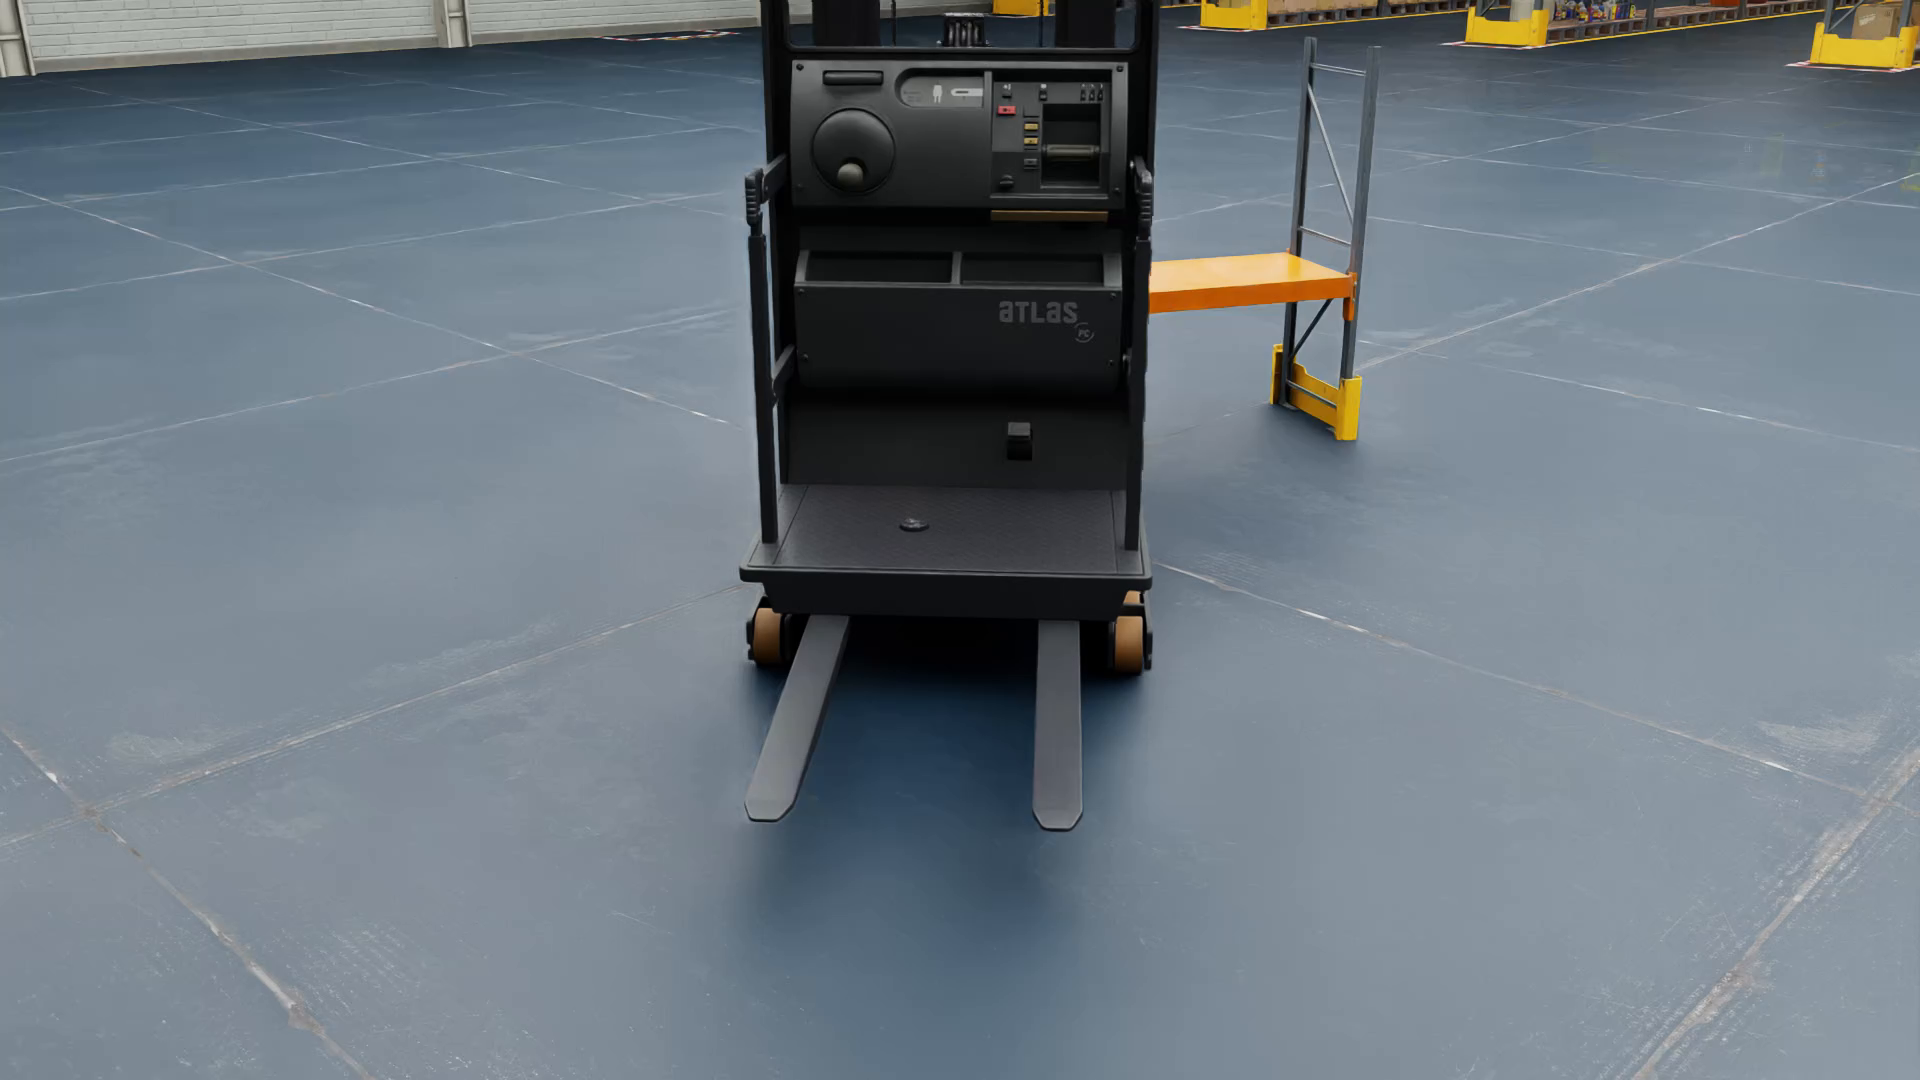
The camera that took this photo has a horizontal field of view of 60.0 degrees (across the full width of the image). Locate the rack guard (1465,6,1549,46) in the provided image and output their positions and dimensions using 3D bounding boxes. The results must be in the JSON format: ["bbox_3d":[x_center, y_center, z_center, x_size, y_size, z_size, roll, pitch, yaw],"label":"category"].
[{"bbox_3d":[8.206,-7.718,24.957,1.175,0.500,0.348,19,28,41],"label":"rack guard"}]

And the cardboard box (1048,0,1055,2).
[{"bbox_3d":[1.636,-10.438,31.685,0.500,0.311,0.500,15,26,35],"label":"cardboard box"}]

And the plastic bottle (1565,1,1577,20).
[{"bbox_3d":[9.812,-8.523,26.752,0.152,0.276,0.135,19,28,41],"label":"plastic bottle"}]

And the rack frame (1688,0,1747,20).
[{"bbox_3d":[13.768,-10.909,29.777,1.000,3.000,0.127,19,28,41],"label":"rack frame"}]

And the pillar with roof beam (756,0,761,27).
[{"bbox_3d":[-0.144,-11.909,24.017,9.100,9.000,0.400,19,28,41],"label":"pillar with roof beam"}]

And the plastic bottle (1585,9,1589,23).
[{"bbox_3d":[9.747,-8.167,25.929,0.097,0.201,0.097,0,21,0],"label":"plastic bottle"}]

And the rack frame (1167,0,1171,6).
[{"bbox_3d":[3.879,-12.361,33.553,1.000,3.000,0.127,19,28,41],"label":"rack frame"}]

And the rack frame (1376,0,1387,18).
[{"bbox_3d":[7.431,-11.122,30.330,1.000,3.000,0.127,19,28,41],"label":"rack frame"}]

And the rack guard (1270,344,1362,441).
[{"bbox_3d":[1.451,-0.612,6.819,0.087,0.250,0.587,-7,22,-18],"label":"rack guard"}]

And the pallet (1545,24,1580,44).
[{"bbox_3d":[8.777,-7.790,25.548,1.003,0.211,1.213,19,28,41],"label":"pallet"}]

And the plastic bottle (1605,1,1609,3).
[{"bbox_3d":[10.477,-8.559,26.844,0.152,0.276,0.135,19,28,41],"label":"plastic bottle"}]

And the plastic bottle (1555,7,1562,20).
[{"bbox_3d":[9.549,-8.401,26.538,0.097,0.201,0.097,0,21,0],"label":"plastic bottle"}]

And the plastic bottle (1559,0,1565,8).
[{"bbox_3d":[9.689,-8.589,26.818,0.144,0.351,0.185,19,28,40],"label":"plastic bottle"}]

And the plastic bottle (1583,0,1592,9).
[{"bbox_3d":[10.220,-8.710,27.135,0.144,0.351,0.185,19,28,41],"label":"plastic bottle"}]

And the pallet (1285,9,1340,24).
[{"bbox_3d":[5.995,-9.311,29.506,1.003,0.211,1.213,19,28,41],"label":"pallet"}]

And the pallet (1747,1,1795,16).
[{"bbox_3d":[15.139,-10.133,31.644,1.003,0.211,1.213,19,28,41],"label":"pallet"}]

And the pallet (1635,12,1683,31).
[{"bbox_3d":[11.497,-8.791,28.153,1.003,0.211,1.213,19,28,41],"label":"pallet"}]

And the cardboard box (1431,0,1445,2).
[{"bbox_3d":[8.962,-10.472,31.885,0.500,0.250,0.500,-20,28,-41],"label":"cardboard box"}]

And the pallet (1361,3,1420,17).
[{"bbox_3d":[7.917,-10.019,31.348,1.003,0.211,1.213,19,28,41],"label":"pallet"}]

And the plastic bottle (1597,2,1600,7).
[{"bbox_3d":[10.182,-8.434,26.510,0.061,0.283,0.133,19,28,41],"label":"plastic bottle"}]

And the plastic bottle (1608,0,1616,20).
[{"bbox_3d":[10.375,-8.480,26.535,0.144,0.351,0.185,19,28,40],"label":"plastic bottle"}]

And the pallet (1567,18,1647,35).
[{"bbox_3d":[10.479,-8.417,27.180,1.003,0.211,1.213,19,28,41],"label":"pallet"}]

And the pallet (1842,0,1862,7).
[{"bbox_3d":[17.894,-11.150,34.289,1.003,0.211,1.213,19,28,41],"label":"pallet"}]

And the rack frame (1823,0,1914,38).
[{"bbox_3d":[11.736,-7.613,21.201,1.000,3.000,0.127,19,28,41],"label":"rack frame"}]

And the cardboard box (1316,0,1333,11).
[{"bbox_3d":[6.222,-9.474,29.288,0.500,0.250,0.500,19,28,41],"label":"cardboard box"}]

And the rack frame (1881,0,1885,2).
[{"bbox_3d":[19.349,-12.966,35.127,1.000,3.000,0.127,19,28,41],"label":"rack frame"}]

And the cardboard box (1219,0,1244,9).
[{"bbox_3d":[4.803,-9.218,28.624,0.500,0.250,0.500,19,28,41],"label":"cardboard box"}]

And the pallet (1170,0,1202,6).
[{"bbox_3d":[4.421,-11.260,34.575,1.003,0.211,1.213,19,28,41],"label":"pallet"}]

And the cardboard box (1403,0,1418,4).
[{"bbox_3d":[8.247,-10.207,31.197,0.500,0.250,0.500,-19,28,-41],"label":"cardboard box"}]

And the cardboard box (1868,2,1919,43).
[{"bbox_3d":[12.576,-6.961,22.403,0.500,0.500,0.500,-12,24,-28],"label":"cardboard box"}]

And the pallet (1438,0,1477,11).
[{"bbox_3d":[9.619,-10.647,32.980,1.003,0.211,1.213,19,28,41],"label":"pallet"}]

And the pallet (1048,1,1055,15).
[{"bbox_3d":[1.734,-10.250,31.949,1.003,0.211,1.213,19,28,41],"label":"pallet"}]

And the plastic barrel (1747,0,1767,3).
[{"bbox_3d":[14.885,-10.400,31.228,0.600,0.588,0.708,19,28,41],"label":"plastic barrel"}]

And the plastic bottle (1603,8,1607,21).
[{"bbox_3d":[10.196,-8.332,26.359,0.097,0.201,0.097,0,21,0],"label":"plastic bottle"}]

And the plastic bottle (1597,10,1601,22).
[{"bbox_3d":[10.053,-8.280,26.222,0.097,0.201,0.097,0,21,0],"label":"plastic bottle"}]

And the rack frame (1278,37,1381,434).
[{"bbox_3d":[1.453,-1.196,6.595,0.032,1.500,0.500,-7,22,-18],"label":"rack frame"}]

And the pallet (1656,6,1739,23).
[{"bbox_3d":[13.199,-9.418,29.784,1.003,0.211,1.213,19,28,41],"label":"pallet"}]

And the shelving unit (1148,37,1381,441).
[{"bbox_3d":[0.981,-1.137,6.442,1.083,1.500,0.587,-7,22,-18],"label":"shelving unit"}]

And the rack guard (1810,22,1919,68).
[{"bbox_3d":[11.789,-6.466,21.701,1.175,0.500,0.348,19,28,41],"label":"rack guard"}]

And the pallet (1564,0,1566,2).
[{"bbox_3d":[12.471,-11.658,35.612,1.003,0.211,1.213,19,28,41],"label":"pallet"}]

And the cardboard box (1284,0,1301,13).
[{"bbox_3d":[5.520,-9.218,28.623,0.500,0.250,0.500,19,28,41],"label":"cardboard box"}]

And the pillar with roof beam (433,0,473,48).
[{"bbox_3d":[-4.330,-10.367,20.004,9.100,9.000,0.400,19,28,41],"label":"pillar with roof beam"}]

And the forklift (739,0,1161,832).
[{"bbox_3d":[-0.014,-1.116,4.394,1.130,2.935,3.031,1,21,3],"label":"forklift"}]

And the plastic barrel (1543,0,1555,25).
[{"bbox_3d":[8.941,-8.205,25.623,0.421,0.512,0.421,0,21,0],"label":"plastic barrel"}]

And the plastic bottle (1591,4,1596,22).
[{"bbox_3d":[9.914,-8.261,26.076,0.097,0.271,0.097,0,21,0],"label":"plastic bottle"}]

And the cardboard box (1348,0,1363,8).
[{"bbox_3d":[6.908,-9.734,29.967,0.500,0.250,0.500,19,28,41],"label":"cardboard box"}]

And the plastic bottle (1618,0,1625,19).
[{"bbox_3d":[10.601,-8.563,26.751,0.144,0.351,0.185,18,27,38],"label":"plastic bottle"}]

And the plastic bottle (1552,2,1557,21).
[{"bbox_3d":[9.426,-8.404,26.431,0.061,0.283,0.133,19,28,41],"label":"plastic bottle"}]

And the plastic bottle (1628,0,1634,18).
[{"bbox_3d":[10.878,-8.612,26.974,0.133,0.283,0.061,-18,28,-39],"label":"plastic bottle"}]

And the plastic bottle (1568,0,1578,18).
[{"bbox_3d":[9.985,-8.698,27.102,0.144,0.351,0.185,18,27,38],"label":"plastic bottle"}]
